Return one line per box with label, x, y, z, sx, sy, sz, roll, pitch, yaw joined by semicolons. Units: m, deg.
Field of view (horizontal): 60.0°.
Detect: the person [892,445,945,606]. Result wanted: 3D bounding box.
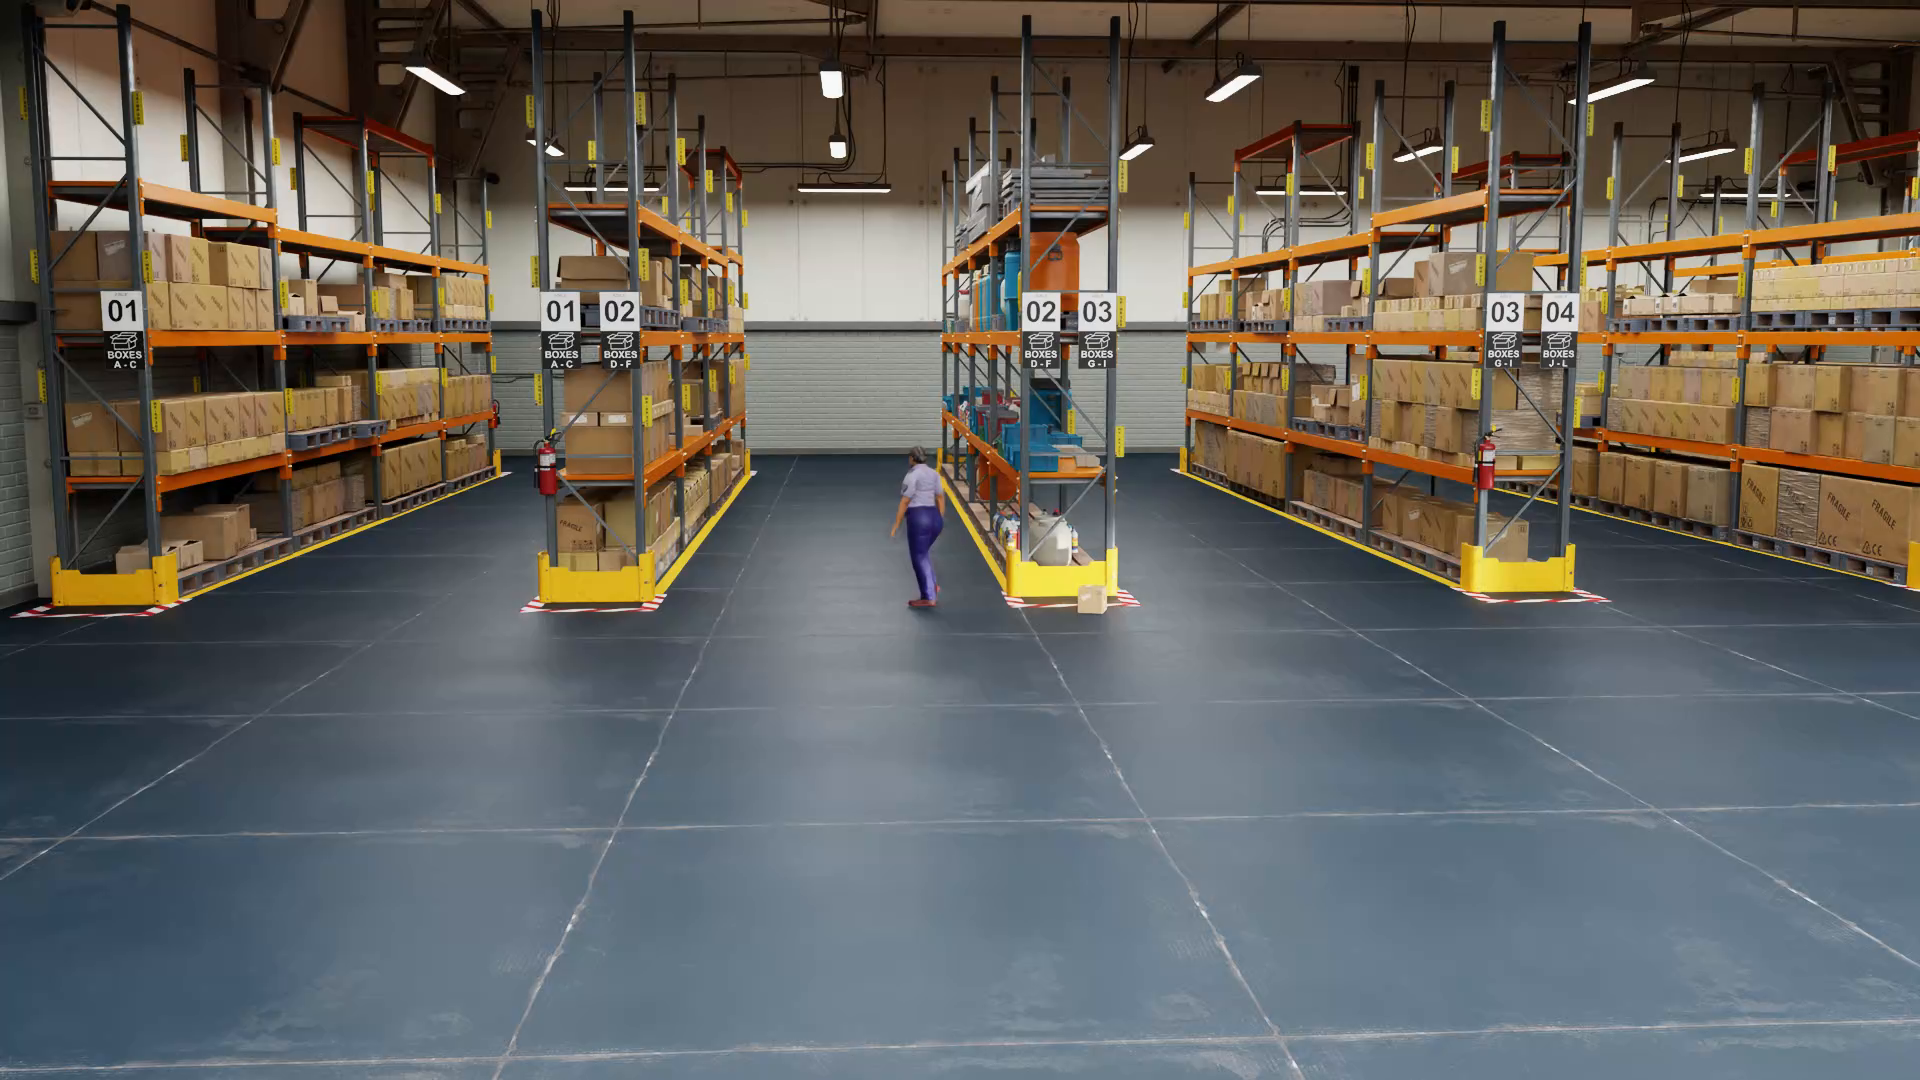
person;-0.381;-0.127;16.997;0.509;1.683;0.530;5;9;36
